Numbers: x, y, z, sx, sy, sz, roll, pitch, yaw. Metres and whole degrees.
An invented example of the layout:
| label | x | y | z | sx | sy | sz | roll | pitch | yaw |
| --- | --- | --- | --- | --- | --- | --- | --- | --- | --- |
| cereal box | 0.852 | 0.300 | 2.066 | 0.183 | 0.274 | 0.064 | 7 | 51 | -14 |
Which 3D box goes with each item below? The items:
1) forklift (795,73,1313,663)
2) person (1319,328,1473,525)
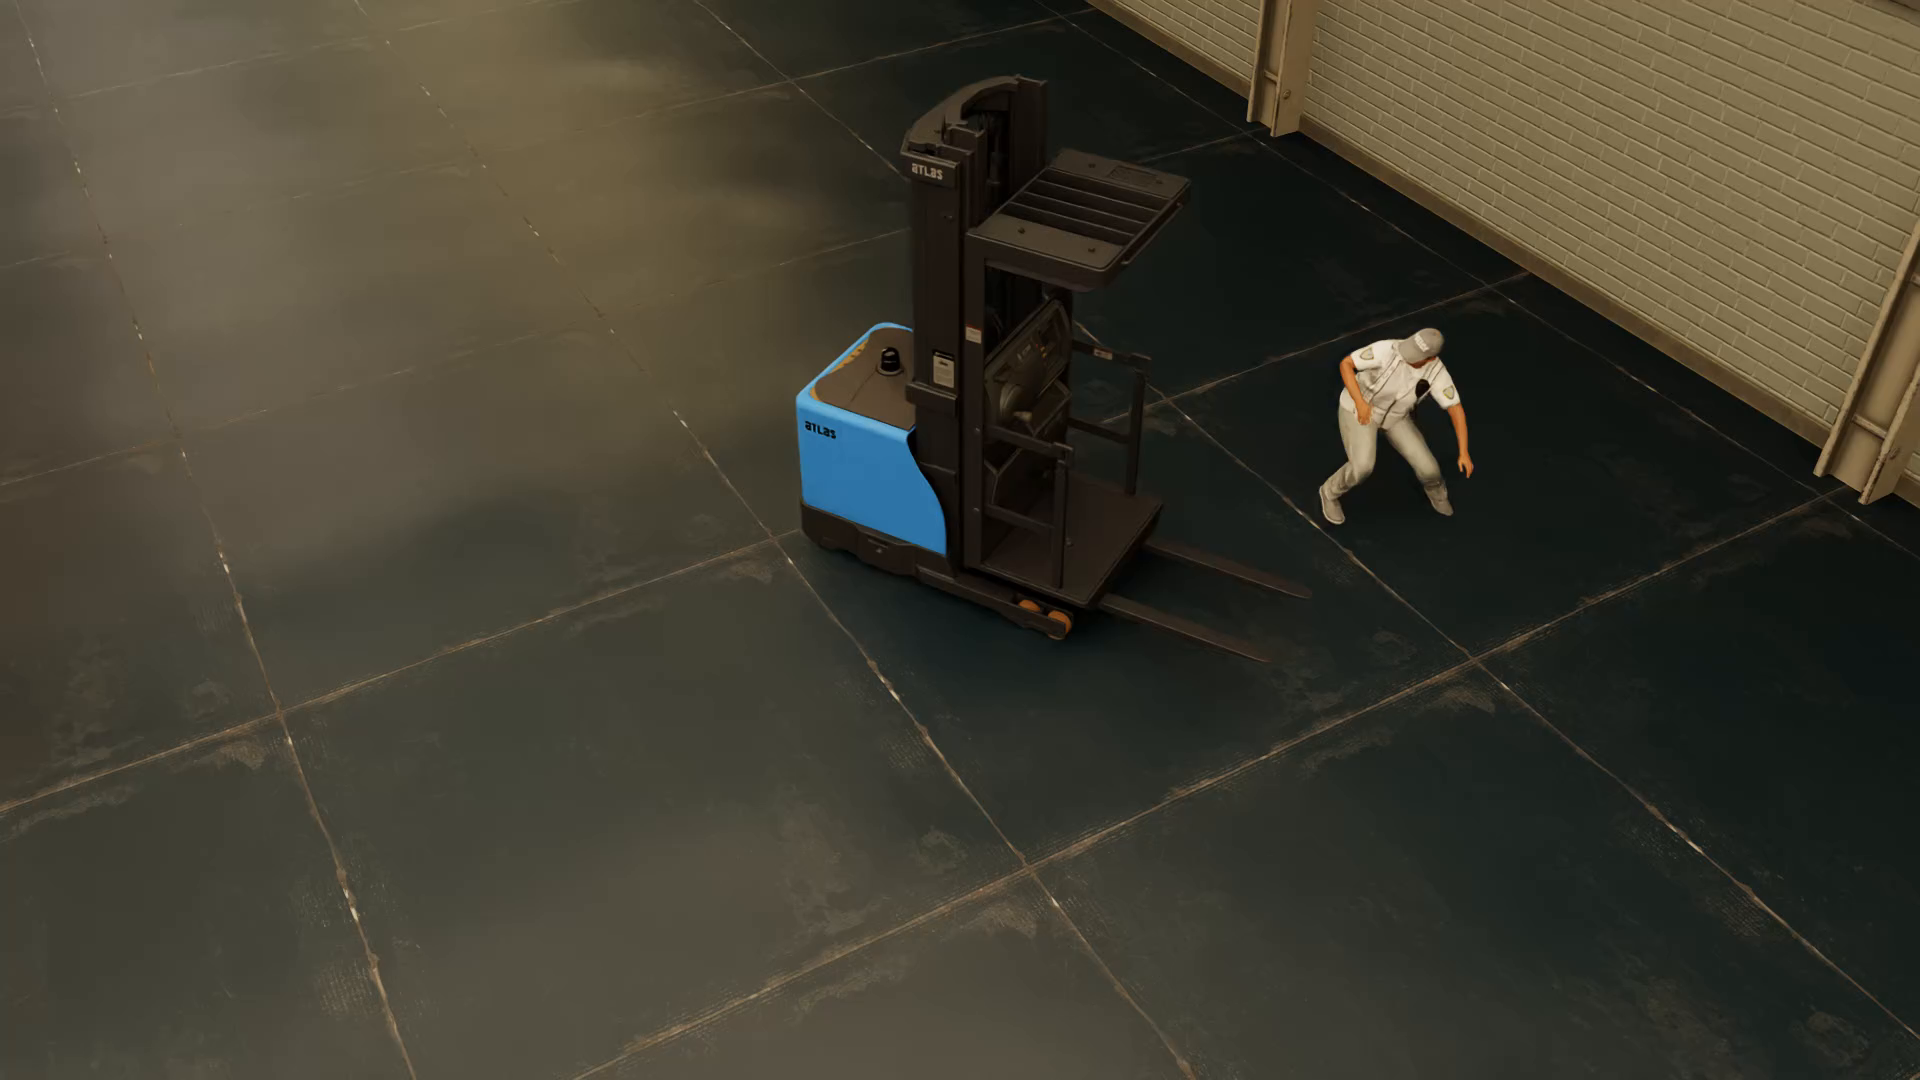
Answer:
| label | x | y | z | sx | sy | sz | roll | pitch | yaw |
| --- | --- | --- | --- | --- | --- | --- | --- | --- | --- |
| forklift | 0.560 | -0.941 | 9.171 | 3.031 | 2.935 | 1.130 | 20 | 44 | 22 |
| person | 2.702 | -0.689 | 10.107 | 0.882 | 1.452 | 0.777 | -3 | 40 | -4 |
